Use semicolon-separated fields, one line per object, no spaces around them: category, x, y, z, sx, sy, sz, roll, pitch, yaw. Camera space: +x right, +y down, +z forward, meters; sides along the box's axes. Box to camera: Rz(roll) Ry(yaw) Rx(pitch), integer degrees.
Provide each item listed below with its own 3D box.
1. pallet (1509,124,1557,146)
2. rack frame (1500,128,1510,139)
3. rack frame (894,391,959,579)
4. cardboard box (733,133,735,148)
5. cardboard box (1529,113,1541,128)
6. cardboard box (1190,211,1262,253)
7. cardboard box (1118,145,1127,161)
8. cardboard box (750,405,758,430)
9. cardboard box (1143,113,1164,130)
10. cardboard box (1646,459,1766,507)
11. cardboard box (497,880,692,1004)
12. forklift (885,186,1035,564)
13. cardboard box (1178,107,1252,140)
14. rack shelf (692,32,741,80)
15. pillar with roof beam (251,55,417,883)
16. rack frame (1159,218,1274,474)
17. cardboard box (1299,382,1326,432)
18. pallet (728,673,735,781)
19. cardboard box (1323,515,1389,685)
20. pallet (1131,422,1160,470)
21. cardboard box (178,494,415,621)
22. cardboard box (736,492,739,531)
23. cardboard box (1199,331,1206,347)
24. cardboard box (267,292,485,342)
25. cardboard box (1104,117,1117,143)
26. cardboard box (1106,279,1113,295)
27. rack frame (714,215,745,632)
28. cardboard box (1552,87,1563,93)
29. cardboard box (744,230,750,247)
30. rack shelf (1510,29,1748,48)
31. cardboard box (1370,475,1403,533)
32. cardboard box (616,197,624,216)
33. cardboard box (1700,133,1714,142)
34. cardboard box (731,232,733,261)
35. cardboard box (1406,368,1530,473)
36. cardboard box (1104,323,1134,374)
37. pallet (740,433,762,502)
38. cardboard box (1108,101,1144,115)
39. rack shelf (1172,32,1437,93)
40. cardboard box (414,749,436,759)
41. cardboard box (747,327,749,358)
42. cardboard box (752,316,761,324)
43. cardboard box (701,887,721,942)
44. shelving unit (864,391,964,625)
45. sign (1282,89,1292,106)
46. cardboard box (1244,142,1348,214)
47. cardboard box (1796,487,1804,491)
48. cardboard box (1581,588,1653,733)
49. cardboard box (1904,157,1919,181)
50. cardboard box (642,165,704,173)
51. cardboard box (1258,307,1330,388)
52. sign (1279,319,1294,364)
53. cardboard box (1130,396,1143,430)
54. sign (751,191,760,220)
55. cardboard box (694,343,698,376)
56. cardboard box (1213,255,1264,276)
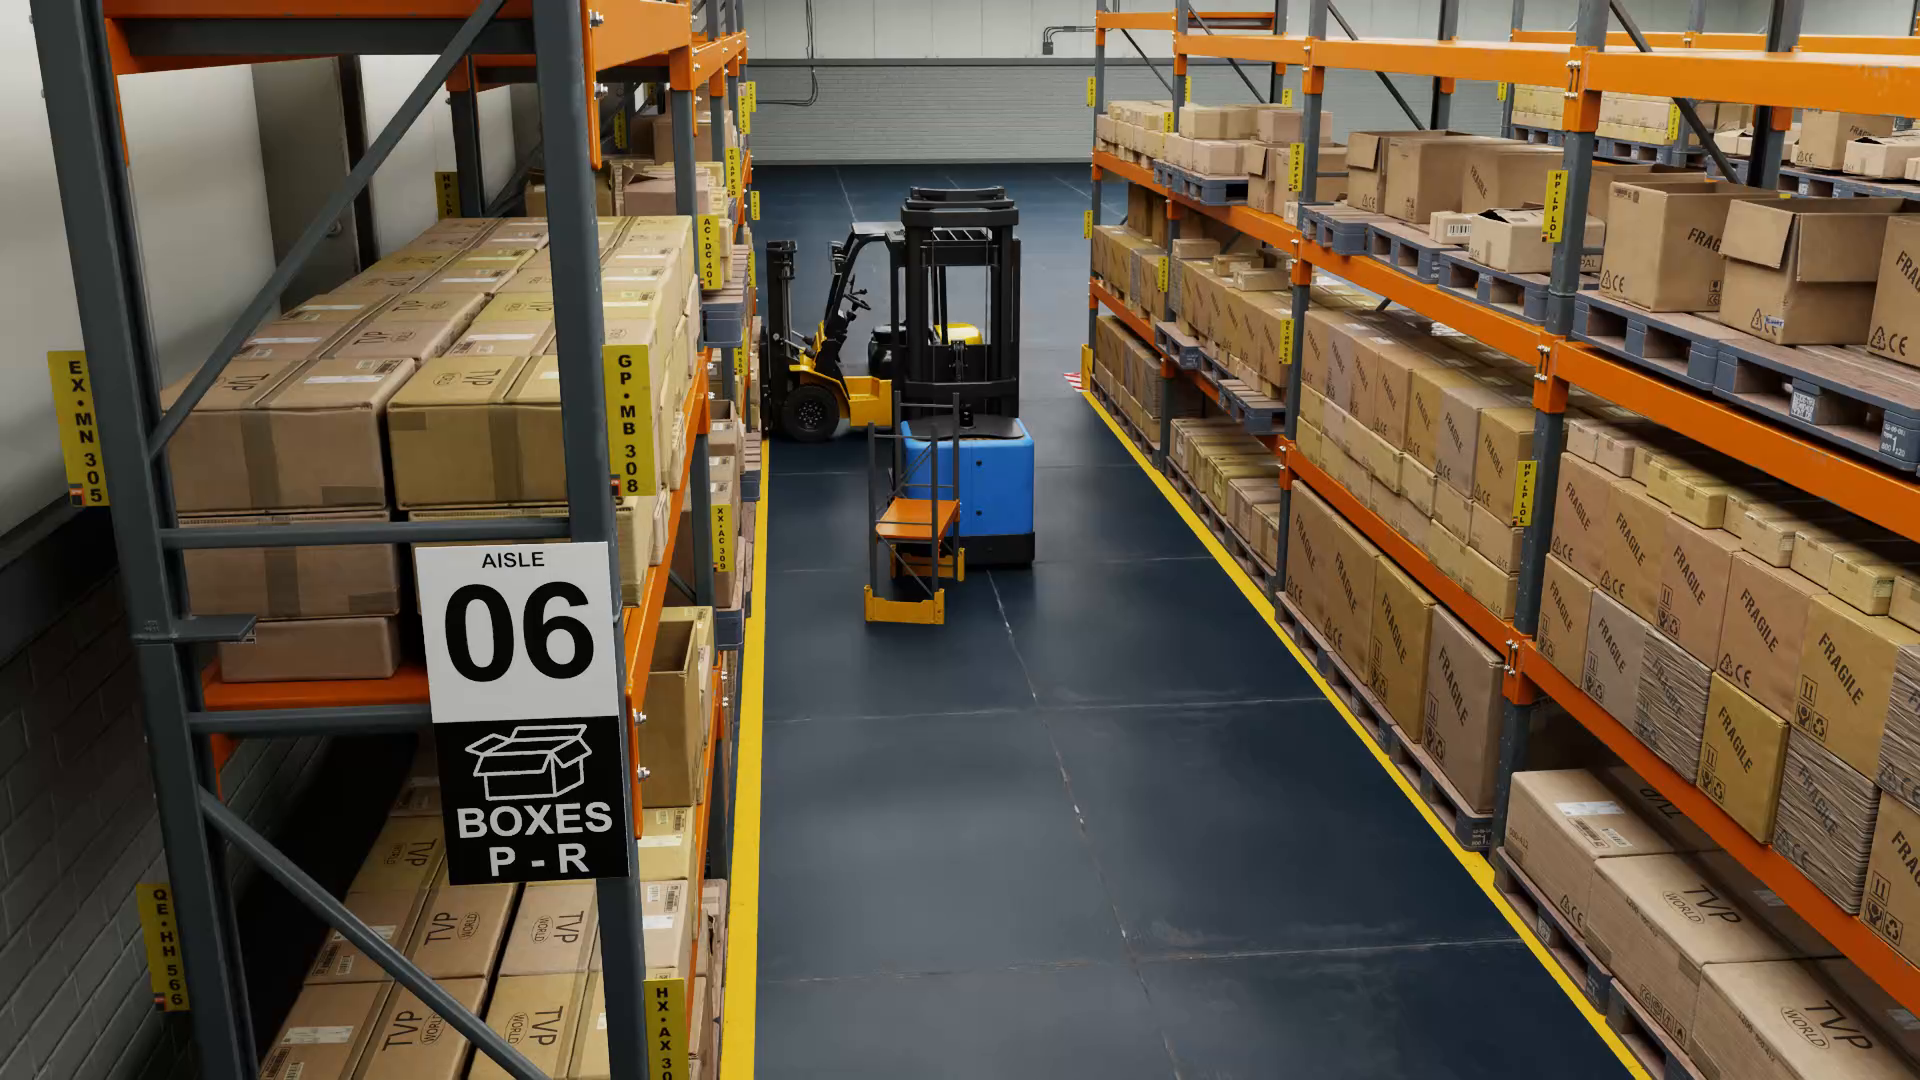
pallet;7.049;-4.657;19.143;1.003;0.211;1.213;-2;18;-6
rack frame;6.962;-3.489;20.282;1.000;3.000;0.127;-2;18;-6
rack frame;-0.256;-0.420;13.010;0.500;1.500;0.032;3;18;8
cardboard box;-2.079;-3.160;13.506;0.500;0.311;0.500;-2;18;-8
cardboard box;6.731;-4.786;18.956;0.380;0.149;0.250;-2;18;-5
cardboard box;2.632;-2.919;16.133;0.700;0.500;0.500;-2;18;-6
cardboard box;1.897;-4.123;17.715;0.380;0.149;0.250;-2;17;-5
cardboard box;-2.218;-1.240;16.175;0.500;0.250;0.500;-2;18;-6
cardboard box;2.014;-4.122;16.380;0.380;0.149;0.250;-1;17;-4
cardboard box;3.137;-0.236;7.002;0.380;0.149;0.250;-2;18;-6
cardboard box;-1.069;1.251;4.937;0.500;0.250;0.500;-2;17;-5
forklift;-0.066;-1.586;14.336;1.130;2.935;3.031;-2;18;-6
cardboard box;2.185;-3.578;14.273;0.500;0.250;0.500;-2;18;-7
rack shelf;-2.269;-3.692;12.783;1.077;0.370;4.000;-2;18;-6
pillar with roof beam;1.807;-2.336;6.595;9.100;9.000;0.400;-2;18;-6
rack frame;2.462;-2.114;15.903;1.000;3.000;0.127;-2;18;-6
cardboard box;2.681;-0.931;11.550;0.500;0.250;0.500;-2;18;-6
pallet;-1.901;1.149;10.166;1.003;0.211;1.213;-2;18;-6
cardboard box;2.951;0.365;10.852;0.875;0.875;0.875;-2;17;-5
pallet;2.357;-0.983;16.955;1.003;0.211;1.213;-2;18;-6
cardboard box;-1.554;-0.010;3.947;0.500;0.250;0.500;-2;18;-7
cardboard box;-1.412;-0.138;9.133;0.396;0.266;0.258;-1;17;-3
cardboard box;2.311;-1.786;14.575;0.380;0.149;0.250;-2;17;-5
cardboard box;-1.678;-0.557;4.853;0.500;0.250;0.500;-2;18;-5
cardboard box;1.878;-4.499;18.246;0.500;0.250;0.500;-2;18;-6
cardboard box;1.846;-2.845;18.651;0.380;0.149;0.250;-2;17;-5
rack frame;-2.063;-0.768;11.615;1.000;3.000;0.127;-2;18;-6
cardboard box;6.784;-5.017;18.360;0.380;0.149;0.250;-2;18;-7
cardboard box;-2.410;-3.173;17.530;0.380;0.149;0.250;-1;17;-5
rack shelf;7.169;-5.221;17.653;1.077;0.370;4.000;-2;18;-6
cardboard box;2.848;-0.241;10.189;0.500;0.250;0.500;-2;18;-6
cardboard box;-1.899;-1.670;8.537;0.380;0.149;0.250;-2;18;-7
cardboard box;7.647;-4.053;16.621;0.380;0.149;0.250;-2;18;-5
cardboard box;-1.342;-1.465;8.381;0.380;0.149;0.250;-2;17;-5
cardboard box;2.897;-0.686;9.519;0.500;0.500;0.500;-1;17;-4
cardboard box;1.918;-2.141;18.625;0.500;0.500;0.500;-2;18;-8
pallet;-1.923;-0.477;11.008;1.213;0.211;1.003;-2;18;-6
cardboard box;1.883;-4.885;18.811;0.380;0.149;0.250;-2;18;-6
rack shelf;2.668;-3.847;13.274;1.077;0.370;4.000;-2;18;-6
cardboard box;-1.758;0.812;6.336;0.500;0.250;0.500;-1;17;-4
cardboard box;-2.163;-1.746;14.981;0.500;0.250;0.500;-1;17;-4
cardboard box;-2.530;-2.389;19.000;0.500;0.250;0.500;-1;17;-4
cardboard box;-1.301;1.740;7.684;0.380;0.149;0.250;-2;18;-7
shelving unit;-0.334;-0.267;12.522;0.587;1.500;1.083;3;18;8
sign;3.013;-3.998;15.376;0.100;0.325;0.005;-2;18;-6
cardboard box;2.688;-2.856;13.087;0.797;0.503;0.637;-2;18;-6
cardboard box;3.676;-0.178;6.818;0.380;0.149;0.250;-2;18;-6
cardboard box;3.123;0.520;7.347;0.500;0.500;0.500;-2;18;-5
cardboard box;7.507;-2.845;12.745;0.380;0.166;0.250;-2;18;-6
cardboard box;-1.811;-2.285;10.527;0.380;0.149;0.250;-2;18;-8
cardboard box;2.551;-1.439;12.389;0.500;0.500;0.500;-2;18;-7
sign;2.335;-1.417;11.884;0.100;0.325;0.005;-2;18;-6
cardboard box;2.068;-1.329;17.291;0.500;0.250;0.500;-2;18;-7
sign;-2.347;-3.830;19.039;0.100;0.325;0.005;-2;18;-6
cardboard box;-1.319;-0.790;7.096;0.380;0.149;0.250;-2;18;-6
cardboard box;2.373;-2.342;14.182;0.380;0.149;0.250;-1;17;-3
